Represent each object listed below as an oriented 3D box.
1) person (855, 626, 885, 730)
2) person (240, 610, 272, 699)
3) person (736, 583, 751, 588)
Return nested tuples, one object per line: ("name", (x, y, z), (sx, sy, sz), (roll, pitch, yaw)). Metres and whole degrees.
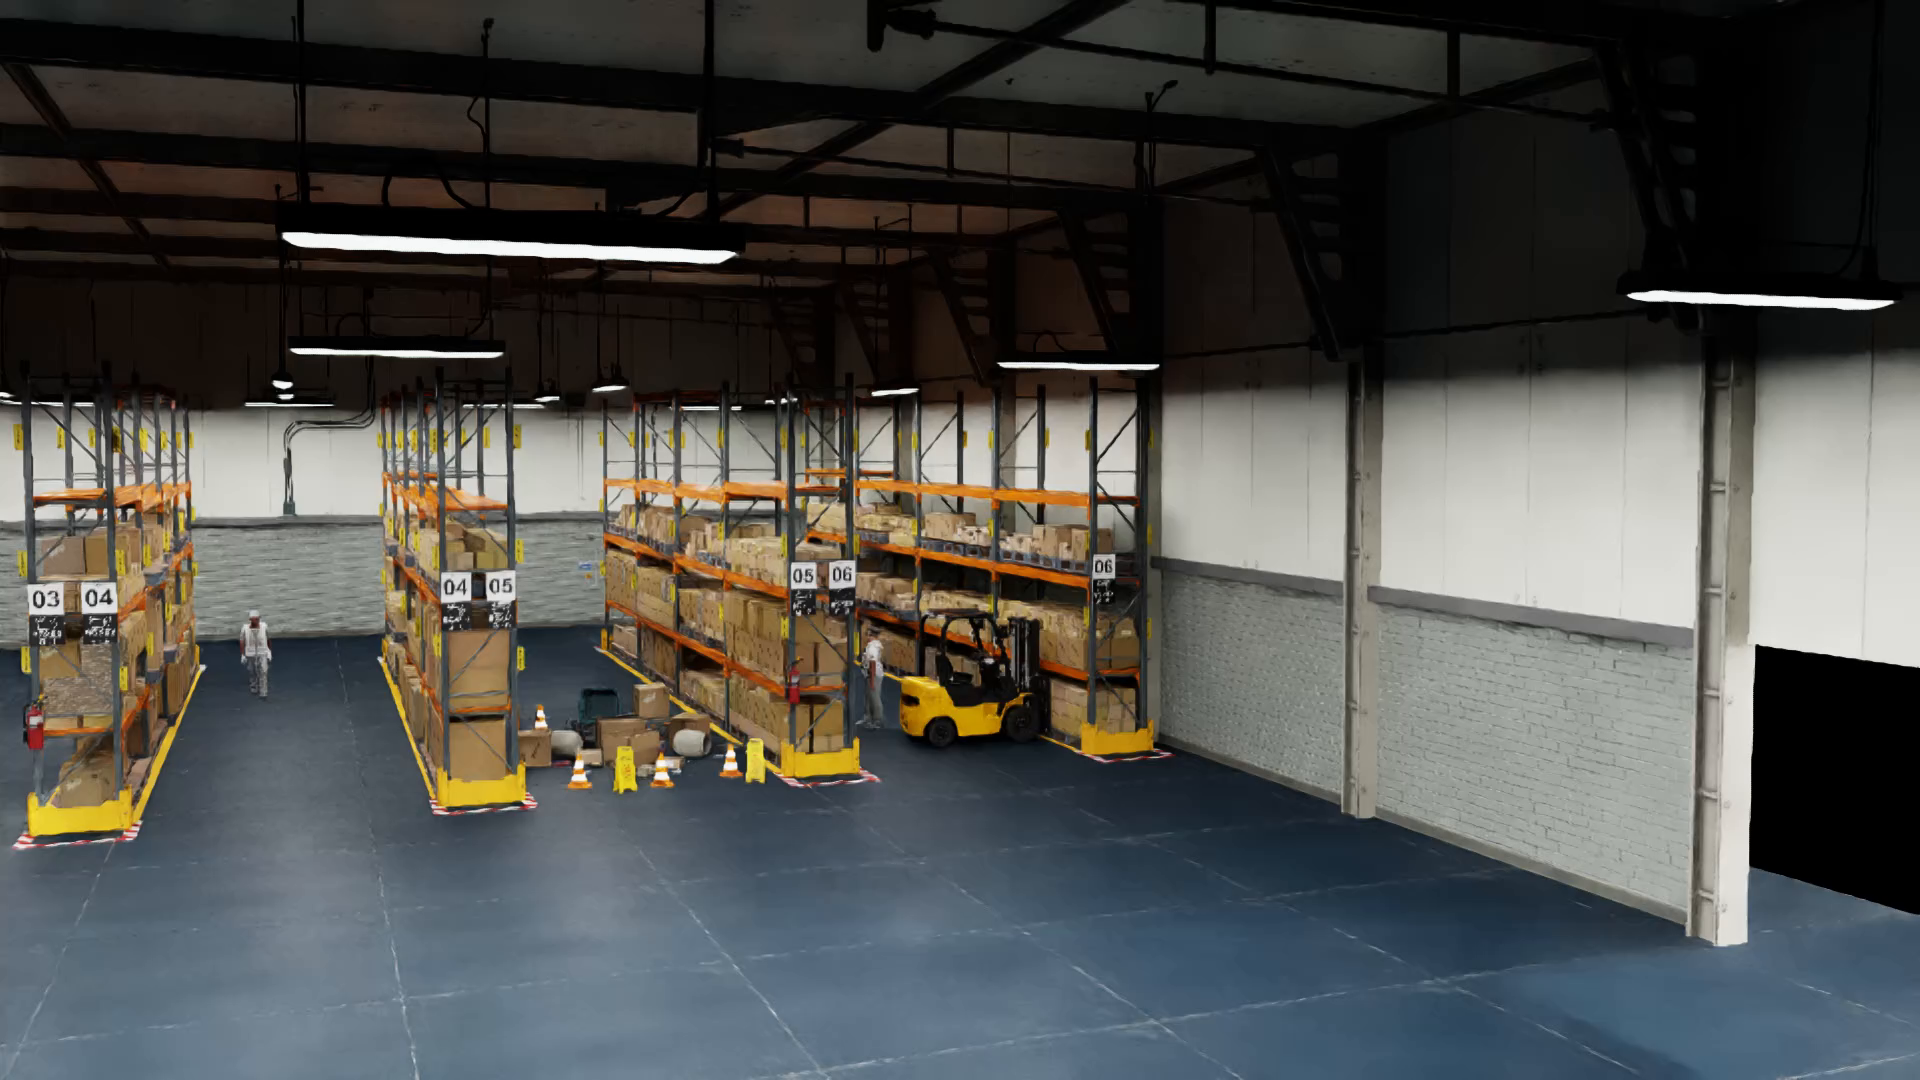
("person", (-1.571, 2.381, 28.887), (0.539, 1.755, 0.635), (0, 3, 4))
("person", (-13.634, 2.200, 32.187), (0.566, 1.706, 1.122), (-1, 4, -19))
("person", (-5.361, 1.641, 41.406), (0.754, 1.764, 0.520), (3, 4, 38))
